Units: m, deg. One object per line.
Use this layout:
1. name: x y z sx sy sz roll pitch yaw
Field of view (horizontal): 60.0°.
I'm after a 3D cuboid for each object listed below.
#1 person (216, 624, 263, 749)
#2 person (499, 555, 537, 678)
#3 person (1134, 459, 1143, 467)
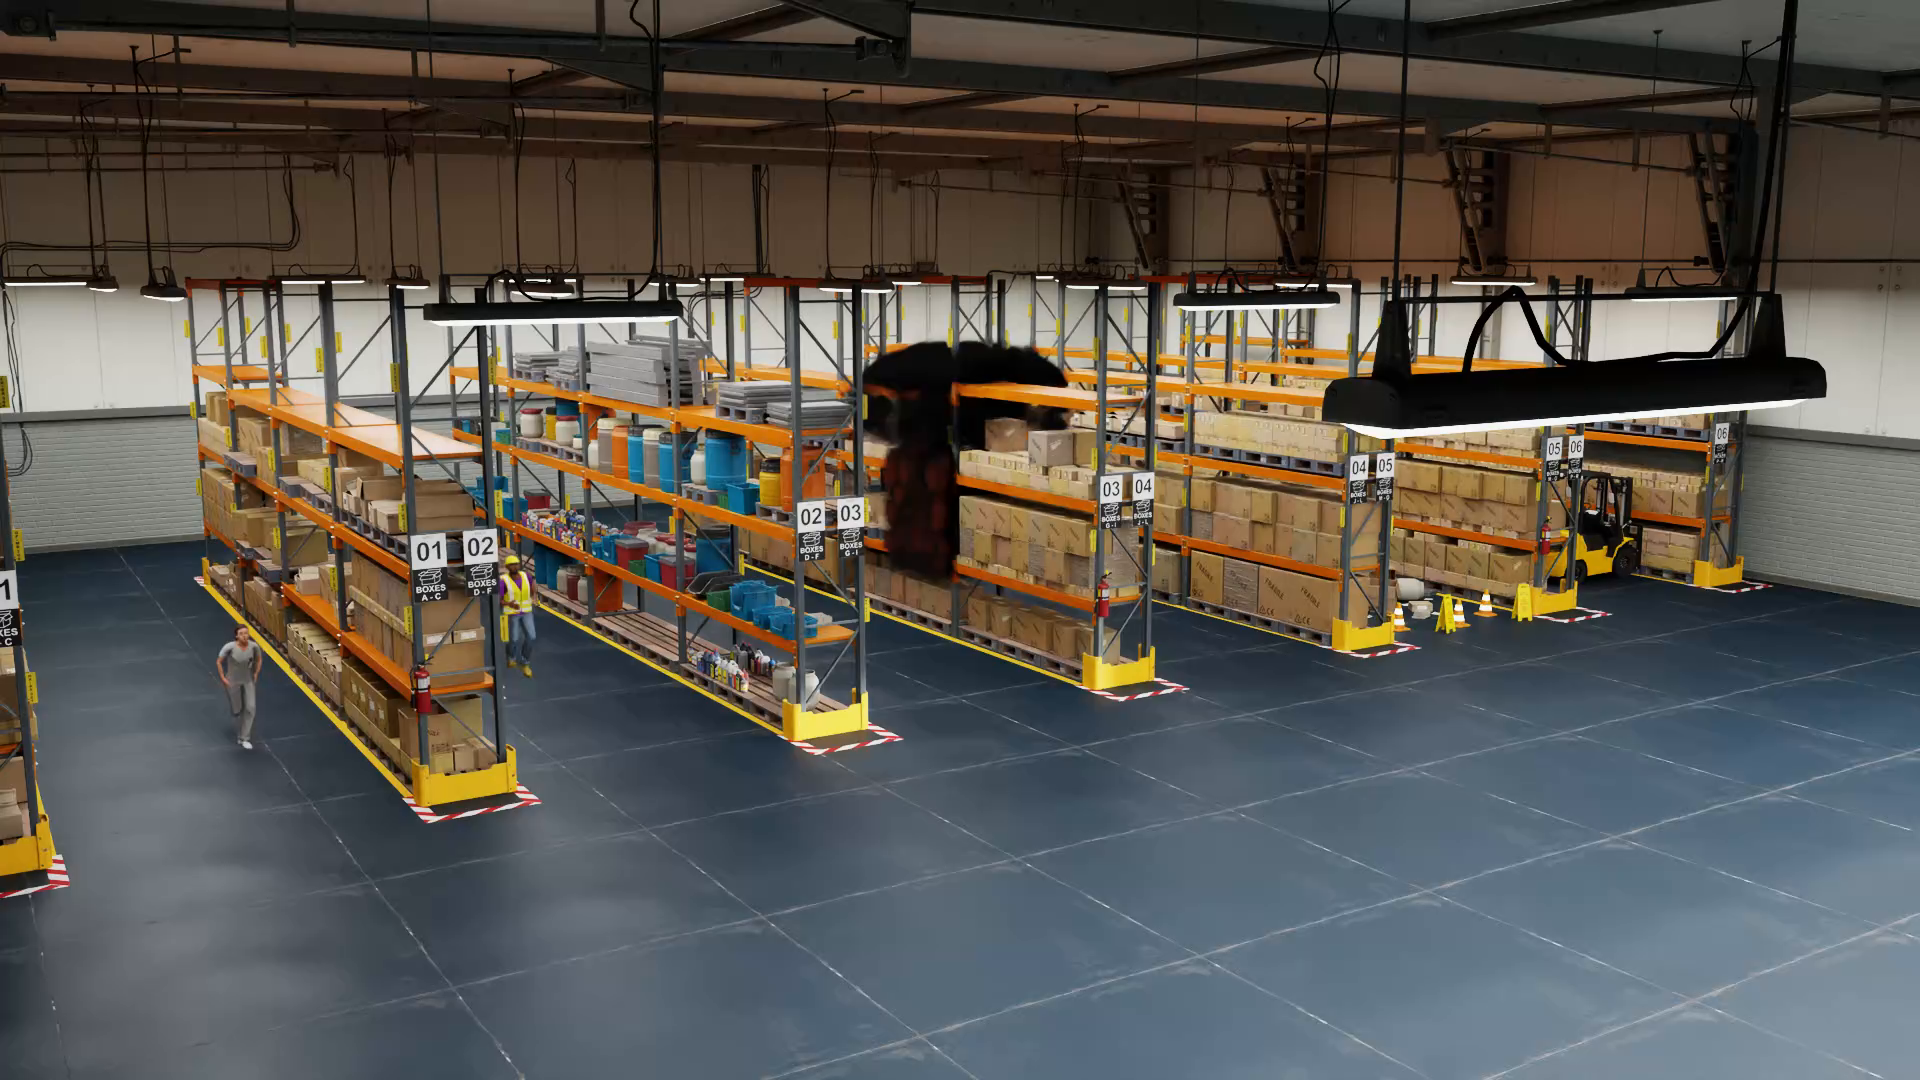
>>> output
1. person: -9.528 1.893 22.025 0.575 1.645 0.817 -7 12 -35
2. person: -6.559 1.131 24.724 0.708 1.837 0.711 -7 12 -35
3. person: 3.949 -0.931 36.655 0.819 1.711 0.553 8 12 40
